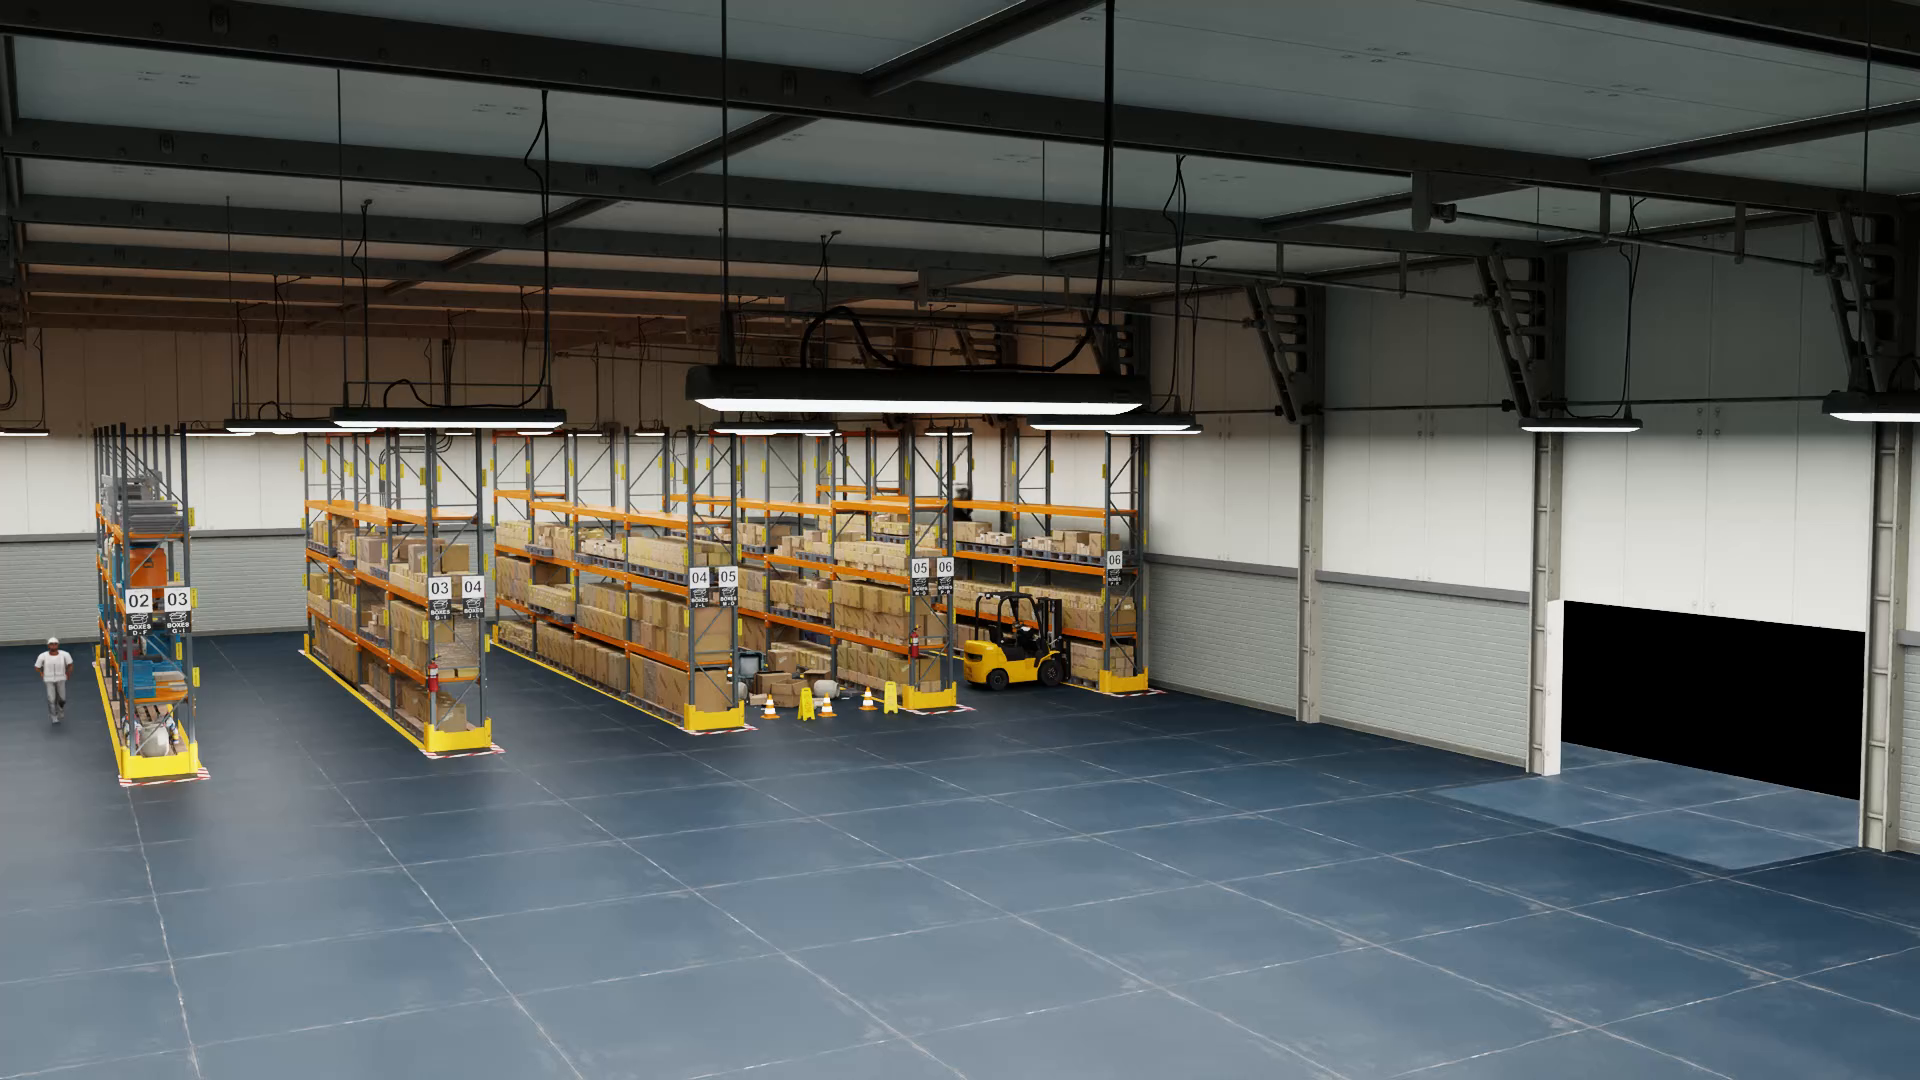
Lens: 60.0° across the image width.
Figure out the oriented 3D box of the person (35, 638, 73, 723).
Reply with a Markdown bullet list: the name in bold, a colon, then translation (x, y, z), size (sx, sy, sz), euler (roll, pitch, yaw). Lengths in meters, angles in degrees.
- **person**: translation (-18.254, 2.830, 33.532), size (0.695, 1.719, 0.600), euler (-2, 4, -32)

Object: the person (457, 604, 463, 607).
- **person**: translation (-13.985, 2.126, 45.844), size (0.702, 1.679, 0.669), euler (0, 3, -4)

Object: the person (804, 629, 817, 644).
- **person**: translation (-4.128, 2.158, 45.746), size (0.593, 1.580, 0.546), euler (-2, 4, -32)
